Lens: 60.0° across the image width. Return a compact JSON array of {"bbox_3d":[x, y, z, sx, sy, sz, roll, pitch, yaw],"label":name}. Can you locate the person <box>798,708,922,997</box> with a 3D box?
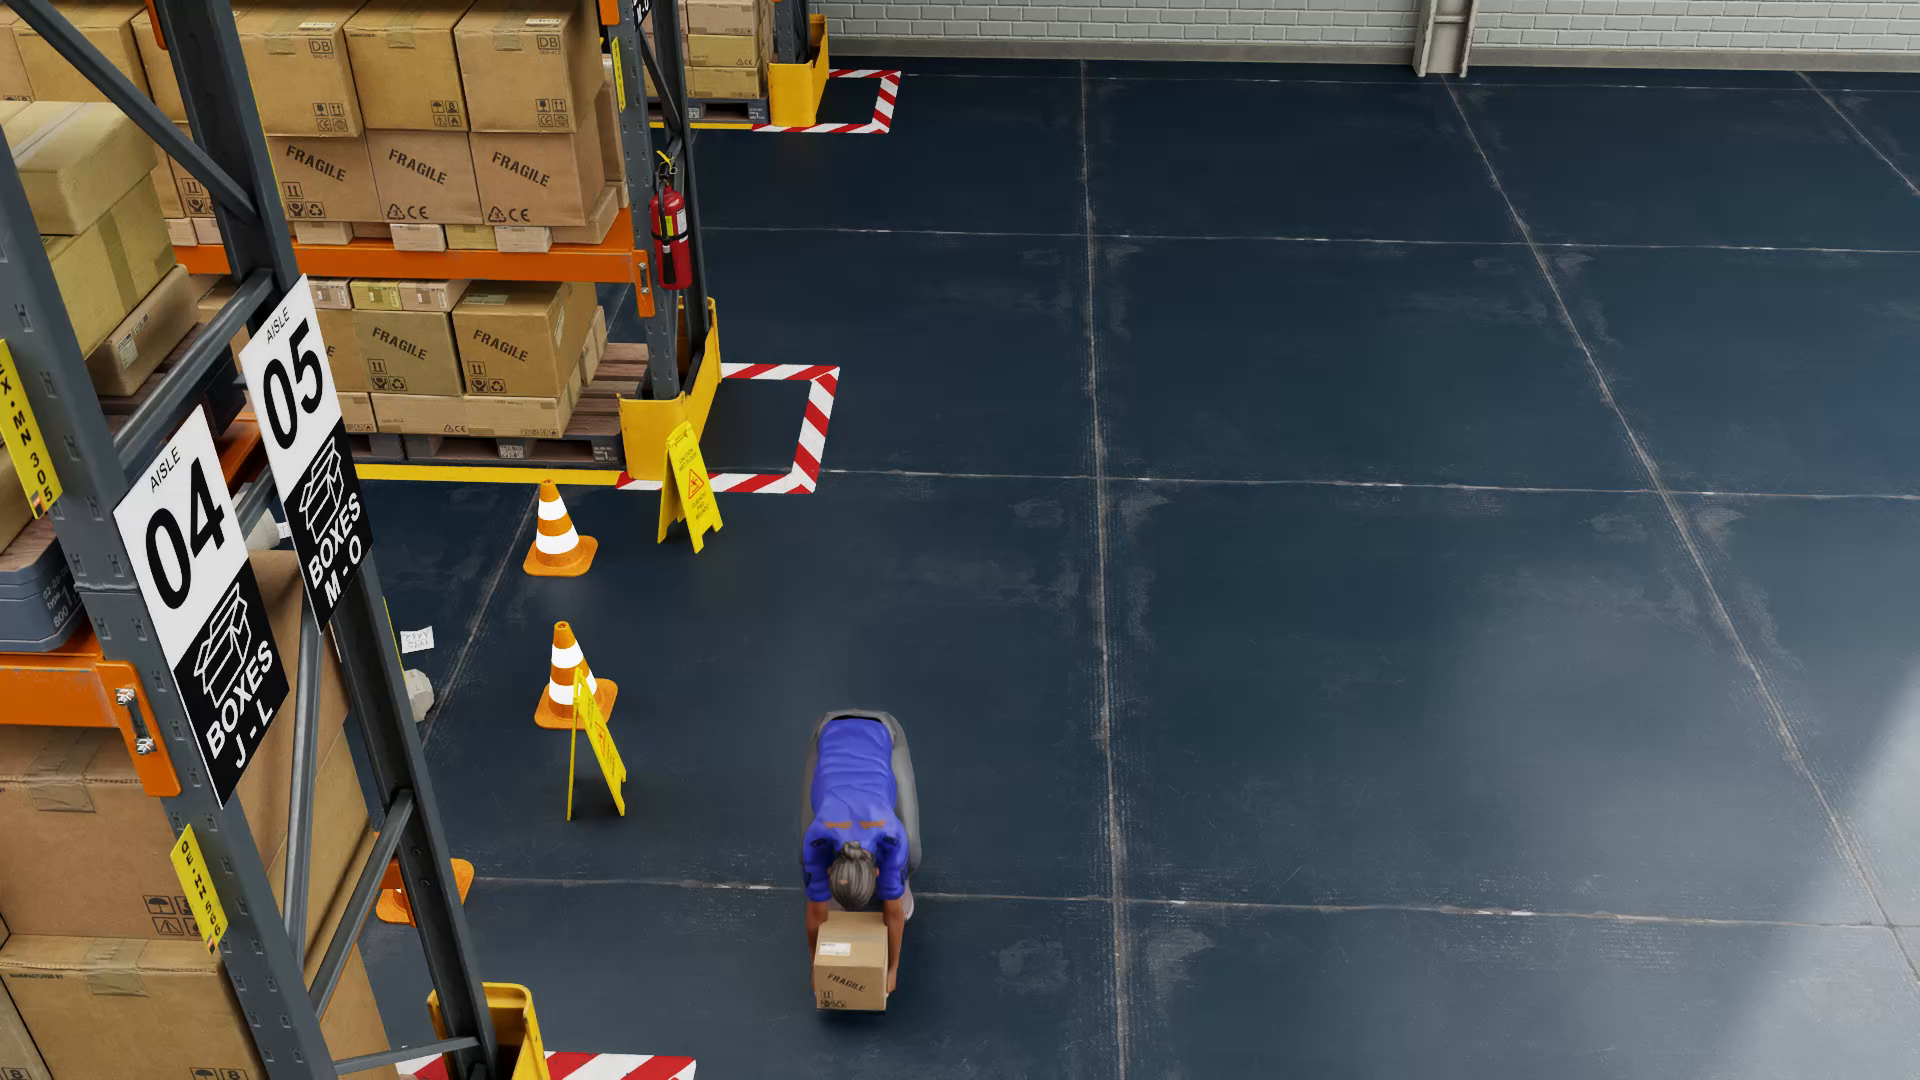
[{"bbox_3d":[-0.375,1.162,6.180,0.464,0.878,0.867,0,36,0],"label":"person"}]
